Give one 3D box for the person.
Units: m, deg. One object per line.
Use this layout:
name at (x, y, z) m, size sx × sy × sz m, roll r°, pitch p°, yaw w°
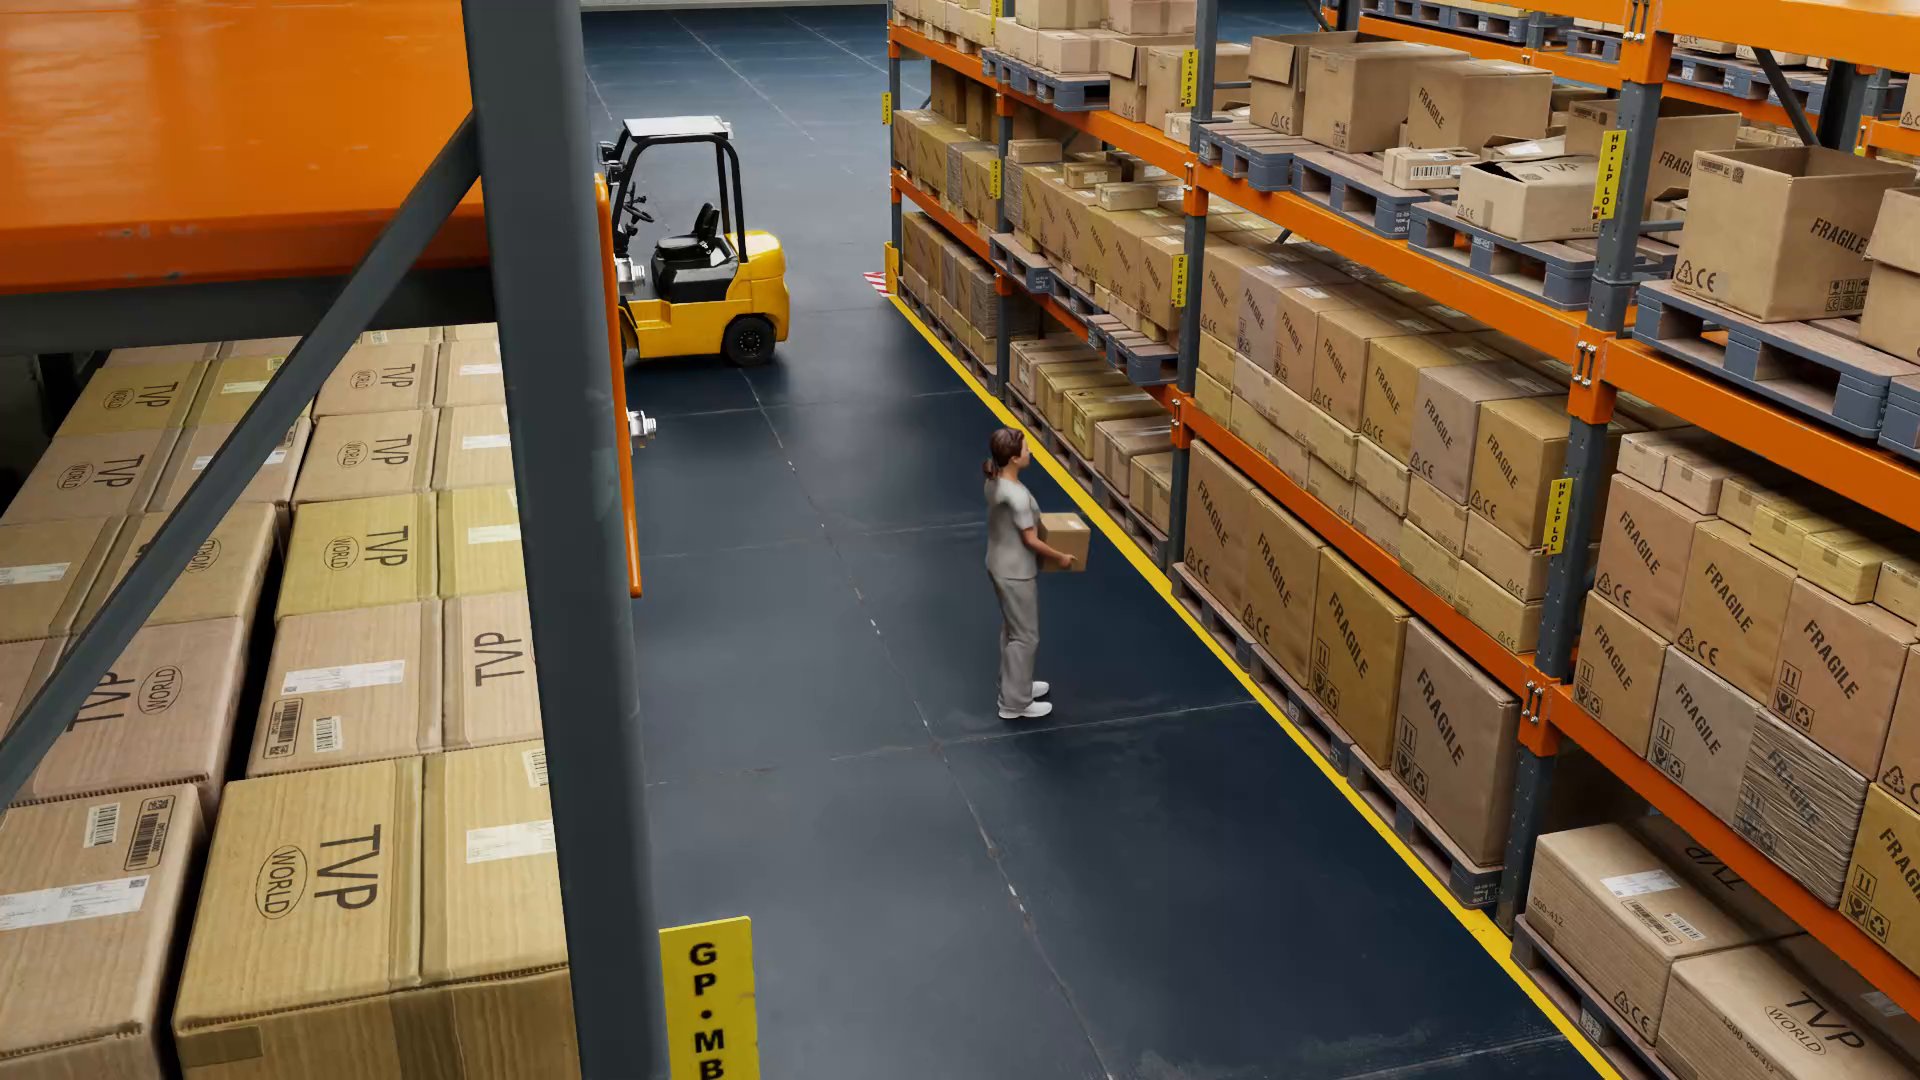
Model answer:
person at (0.362, 0.166, 9.206) m, size 0.525 × 1.673 × 0.457 m, roll -6°, pitch 24°, yaw -15°
